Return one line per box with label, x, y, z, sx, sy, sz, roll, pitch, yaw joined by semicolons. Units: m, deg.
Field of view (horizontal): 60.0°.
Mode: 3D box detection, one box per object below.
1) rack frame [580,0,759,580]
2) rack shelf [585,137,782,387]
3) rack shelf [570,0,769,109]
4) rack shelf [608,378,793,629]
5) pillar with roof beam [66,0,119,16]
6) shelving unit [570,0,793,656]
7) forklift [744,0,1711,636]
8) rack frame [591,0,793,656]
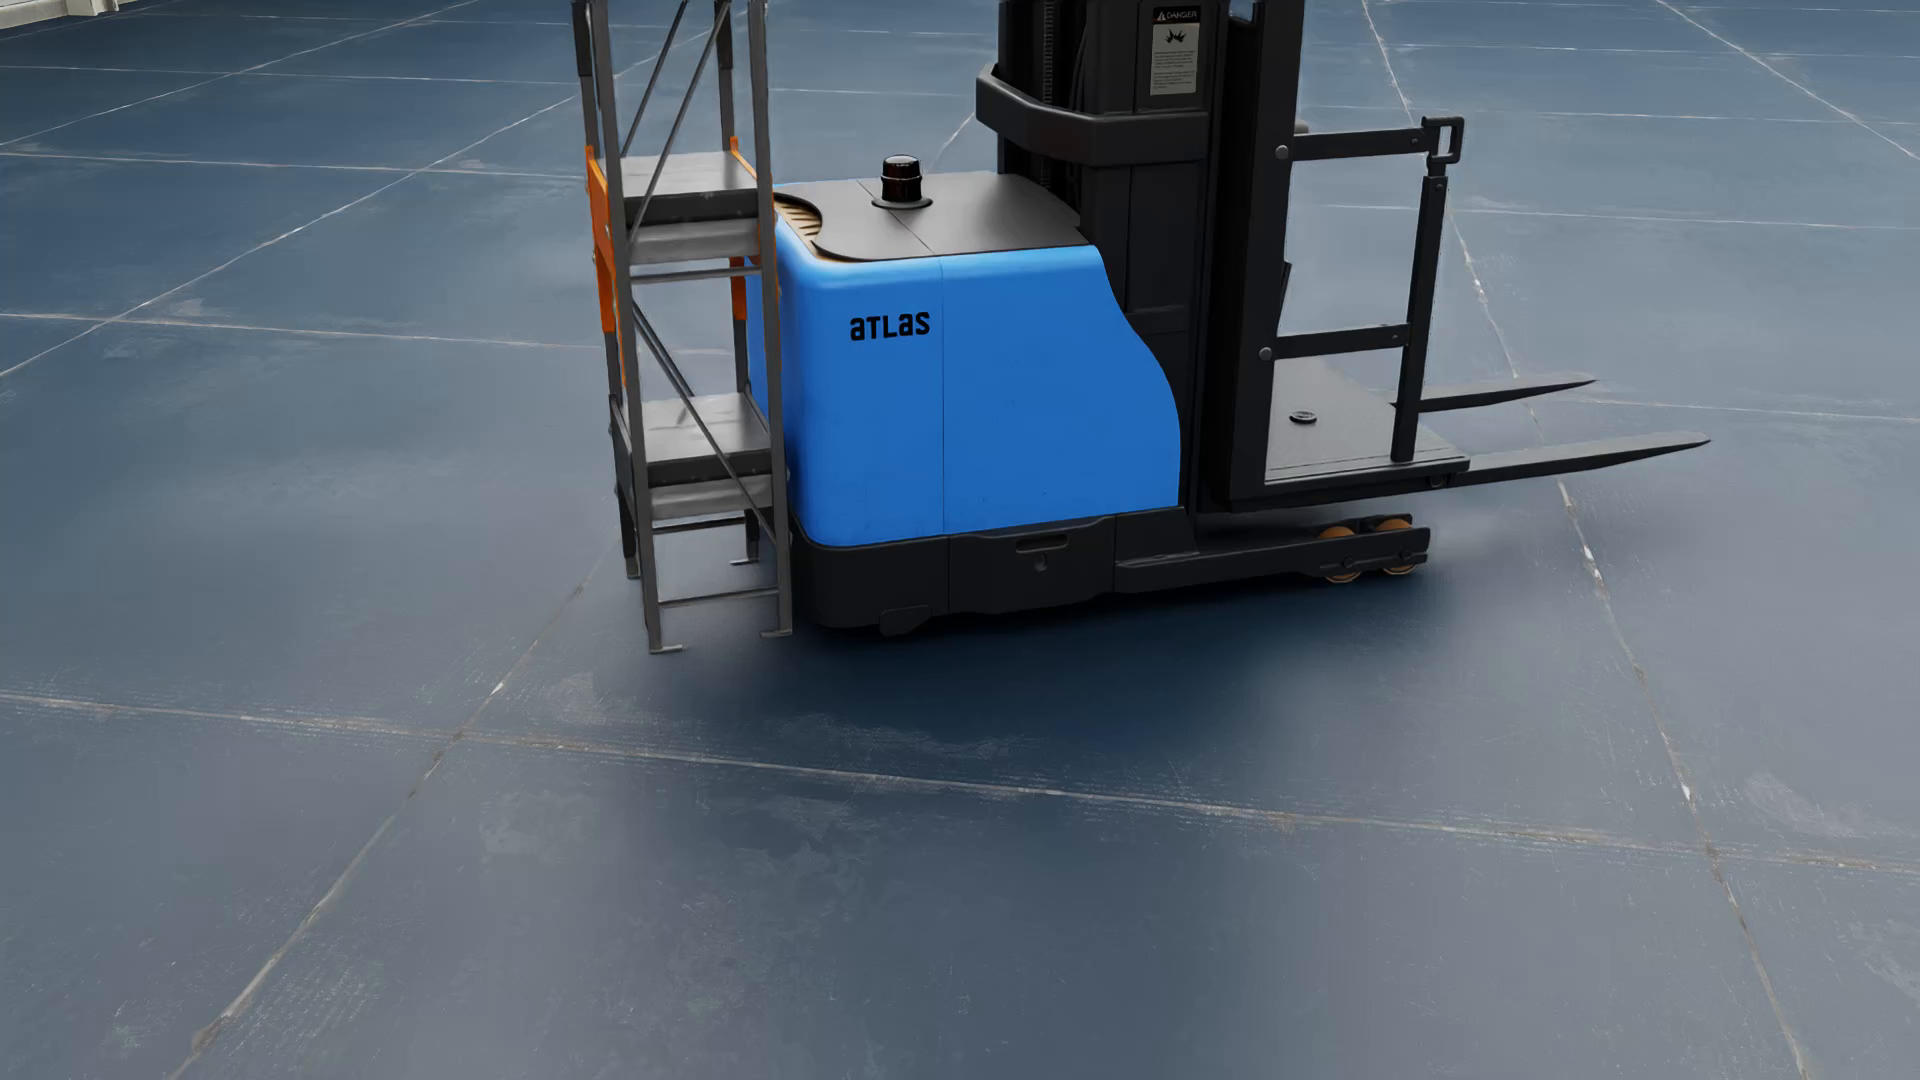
rack frame;-0.809;-0.859;4.609;0.400;2.100;0.015;-8;26;-16
rack shelf;-0.736;-0.748;4.404;0.431;0.518;0.480;-8;26;-16
rack shelf;-0.736;-1.382;4.107;0.431;0.518;0.480;-8;26;-16
rack shelf;-0.736;-0.114;4.700;0.431;0.518;0.480;-8;26;-16
pillar with roof beam;-4.248;-8.944;13.743;9.100;9.000;0.400;4;25;9
shelving unit;-0.736;-0.760;4.398;0.431;2.100;0.503;-8;26;-16
forklift;0.907;-1.405;4.793;3.031;2.935;1.130;-7;26;-15
rack frame;-0.662;-0.662;4.187;0.400;2.100;0.015;-8;26;-16
